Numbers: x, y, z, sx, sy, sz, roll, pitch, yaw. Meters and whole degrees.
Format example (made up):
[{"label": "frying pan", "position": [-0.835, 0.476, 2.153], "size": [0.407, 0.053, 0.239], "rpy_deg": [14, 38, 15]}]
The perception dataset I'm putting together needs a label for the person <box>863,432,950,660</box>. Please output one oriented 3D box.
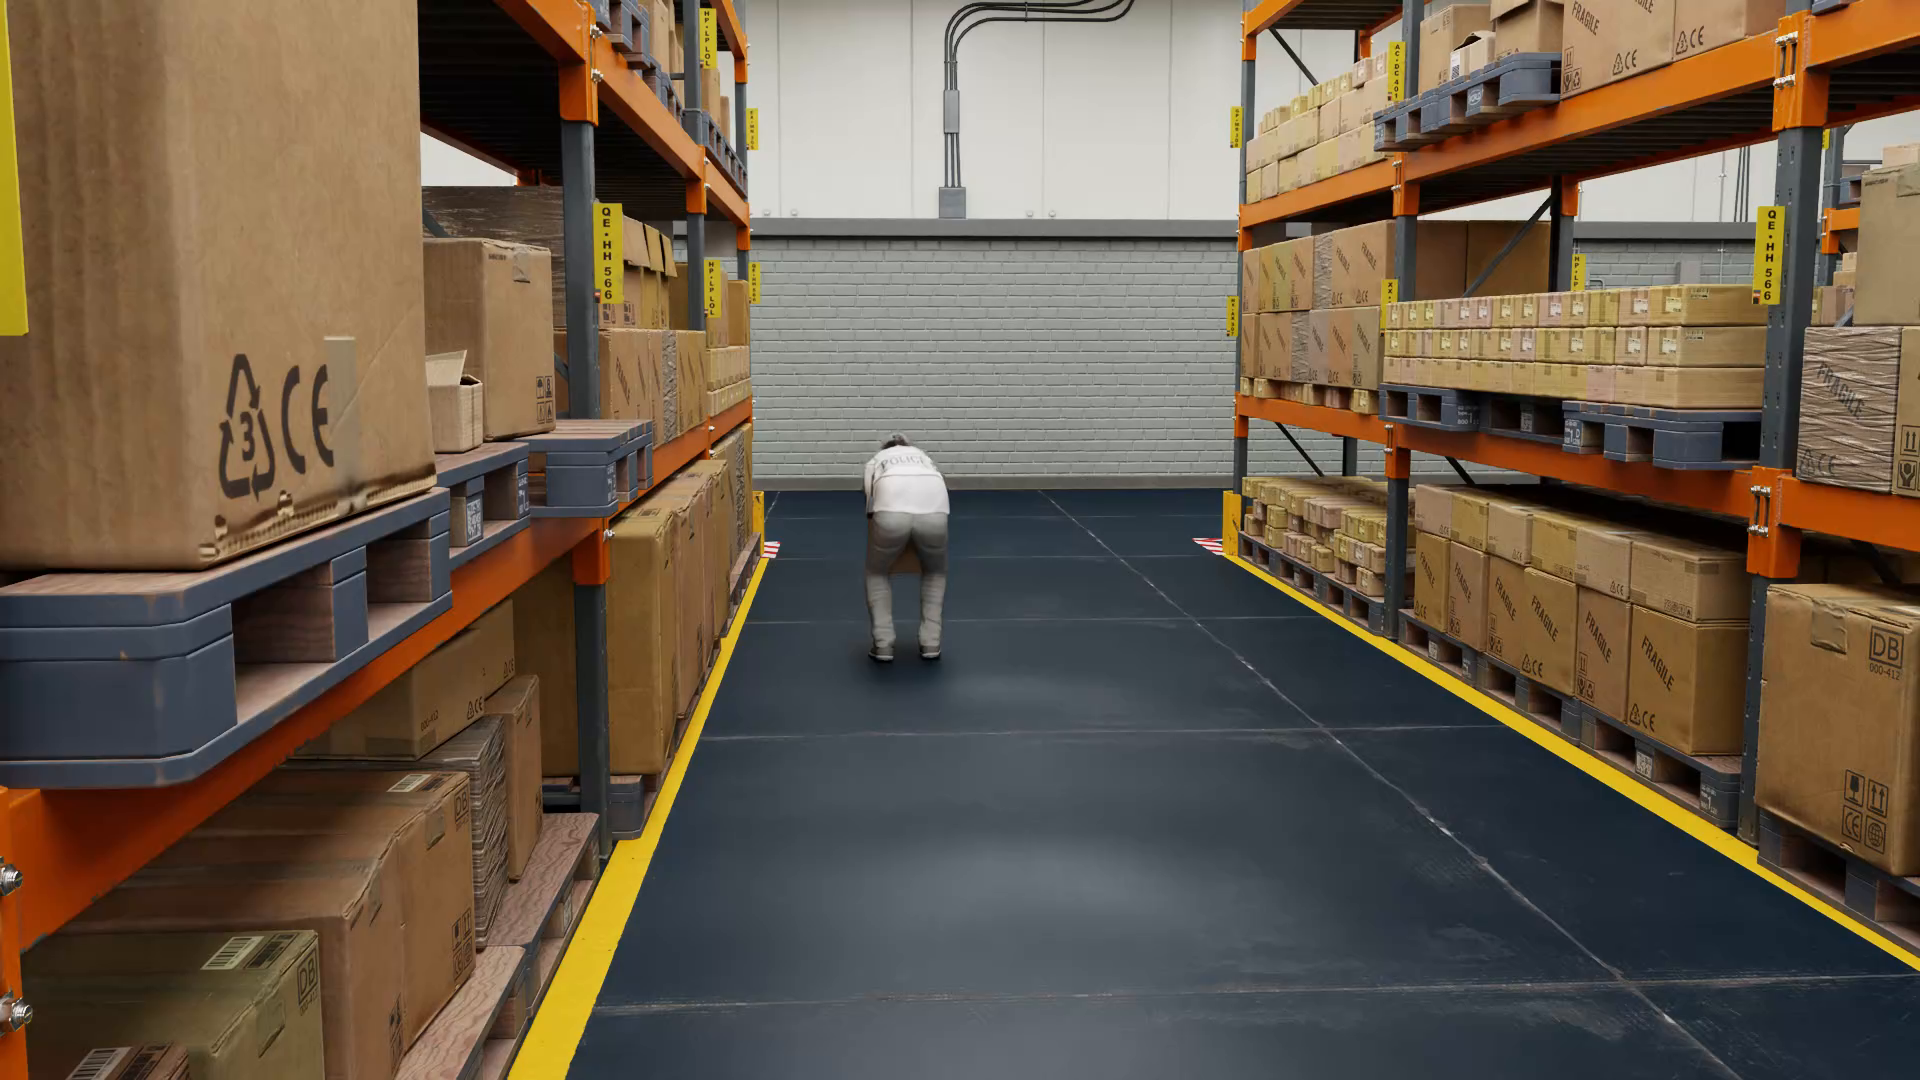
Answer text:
[{"label": "person", "position": [-0.316, 0.030, 9.326], "size": [0.472, 1.228, 0.902], "rpy_deg": [-1, 7, -8]}]
